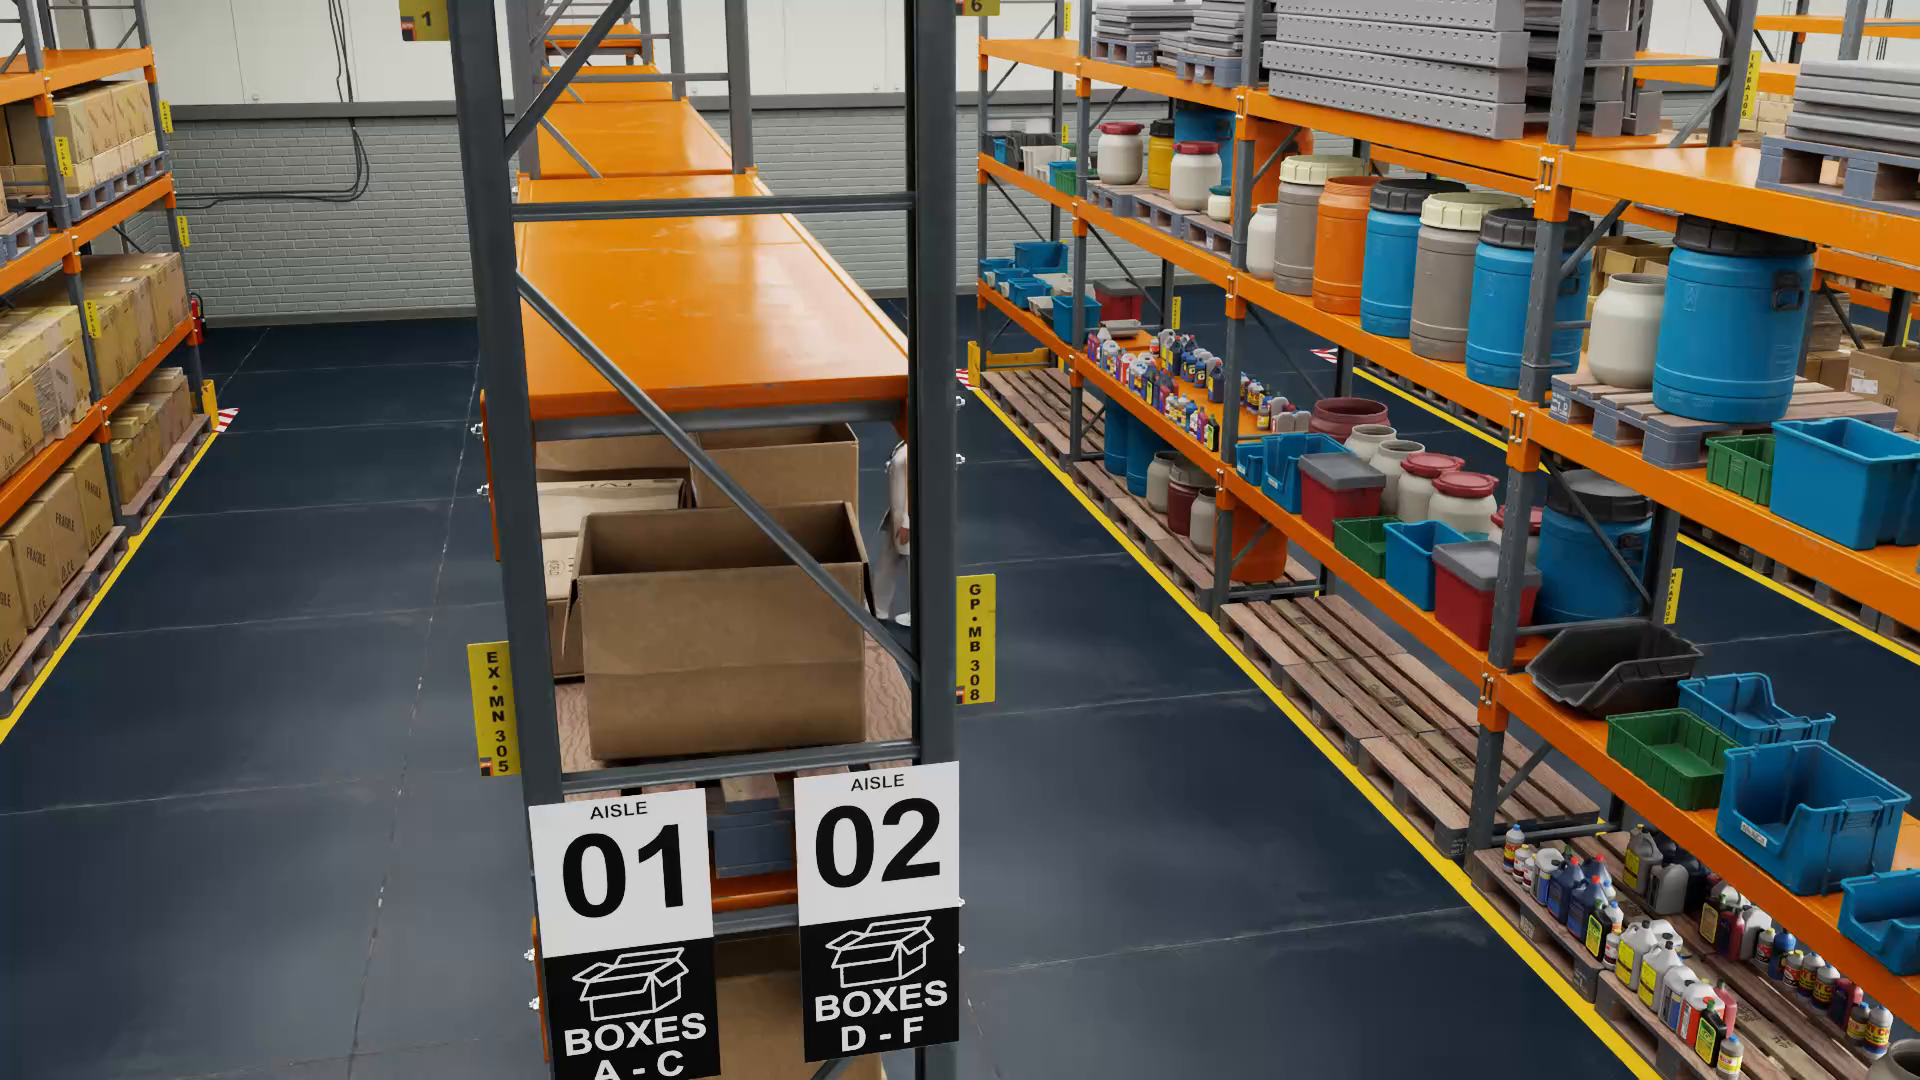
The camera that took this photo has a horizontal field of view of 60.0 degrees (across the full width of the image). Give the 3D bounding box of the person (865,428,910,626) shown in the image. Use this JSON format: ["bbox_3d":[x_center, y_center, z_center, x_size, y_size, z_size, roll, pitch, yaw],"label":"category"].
[{"bbox_3d":[-0.532,-0.169,12.888,0.774,1.766,0.586,-2,19,-7],"label":"person"}]
